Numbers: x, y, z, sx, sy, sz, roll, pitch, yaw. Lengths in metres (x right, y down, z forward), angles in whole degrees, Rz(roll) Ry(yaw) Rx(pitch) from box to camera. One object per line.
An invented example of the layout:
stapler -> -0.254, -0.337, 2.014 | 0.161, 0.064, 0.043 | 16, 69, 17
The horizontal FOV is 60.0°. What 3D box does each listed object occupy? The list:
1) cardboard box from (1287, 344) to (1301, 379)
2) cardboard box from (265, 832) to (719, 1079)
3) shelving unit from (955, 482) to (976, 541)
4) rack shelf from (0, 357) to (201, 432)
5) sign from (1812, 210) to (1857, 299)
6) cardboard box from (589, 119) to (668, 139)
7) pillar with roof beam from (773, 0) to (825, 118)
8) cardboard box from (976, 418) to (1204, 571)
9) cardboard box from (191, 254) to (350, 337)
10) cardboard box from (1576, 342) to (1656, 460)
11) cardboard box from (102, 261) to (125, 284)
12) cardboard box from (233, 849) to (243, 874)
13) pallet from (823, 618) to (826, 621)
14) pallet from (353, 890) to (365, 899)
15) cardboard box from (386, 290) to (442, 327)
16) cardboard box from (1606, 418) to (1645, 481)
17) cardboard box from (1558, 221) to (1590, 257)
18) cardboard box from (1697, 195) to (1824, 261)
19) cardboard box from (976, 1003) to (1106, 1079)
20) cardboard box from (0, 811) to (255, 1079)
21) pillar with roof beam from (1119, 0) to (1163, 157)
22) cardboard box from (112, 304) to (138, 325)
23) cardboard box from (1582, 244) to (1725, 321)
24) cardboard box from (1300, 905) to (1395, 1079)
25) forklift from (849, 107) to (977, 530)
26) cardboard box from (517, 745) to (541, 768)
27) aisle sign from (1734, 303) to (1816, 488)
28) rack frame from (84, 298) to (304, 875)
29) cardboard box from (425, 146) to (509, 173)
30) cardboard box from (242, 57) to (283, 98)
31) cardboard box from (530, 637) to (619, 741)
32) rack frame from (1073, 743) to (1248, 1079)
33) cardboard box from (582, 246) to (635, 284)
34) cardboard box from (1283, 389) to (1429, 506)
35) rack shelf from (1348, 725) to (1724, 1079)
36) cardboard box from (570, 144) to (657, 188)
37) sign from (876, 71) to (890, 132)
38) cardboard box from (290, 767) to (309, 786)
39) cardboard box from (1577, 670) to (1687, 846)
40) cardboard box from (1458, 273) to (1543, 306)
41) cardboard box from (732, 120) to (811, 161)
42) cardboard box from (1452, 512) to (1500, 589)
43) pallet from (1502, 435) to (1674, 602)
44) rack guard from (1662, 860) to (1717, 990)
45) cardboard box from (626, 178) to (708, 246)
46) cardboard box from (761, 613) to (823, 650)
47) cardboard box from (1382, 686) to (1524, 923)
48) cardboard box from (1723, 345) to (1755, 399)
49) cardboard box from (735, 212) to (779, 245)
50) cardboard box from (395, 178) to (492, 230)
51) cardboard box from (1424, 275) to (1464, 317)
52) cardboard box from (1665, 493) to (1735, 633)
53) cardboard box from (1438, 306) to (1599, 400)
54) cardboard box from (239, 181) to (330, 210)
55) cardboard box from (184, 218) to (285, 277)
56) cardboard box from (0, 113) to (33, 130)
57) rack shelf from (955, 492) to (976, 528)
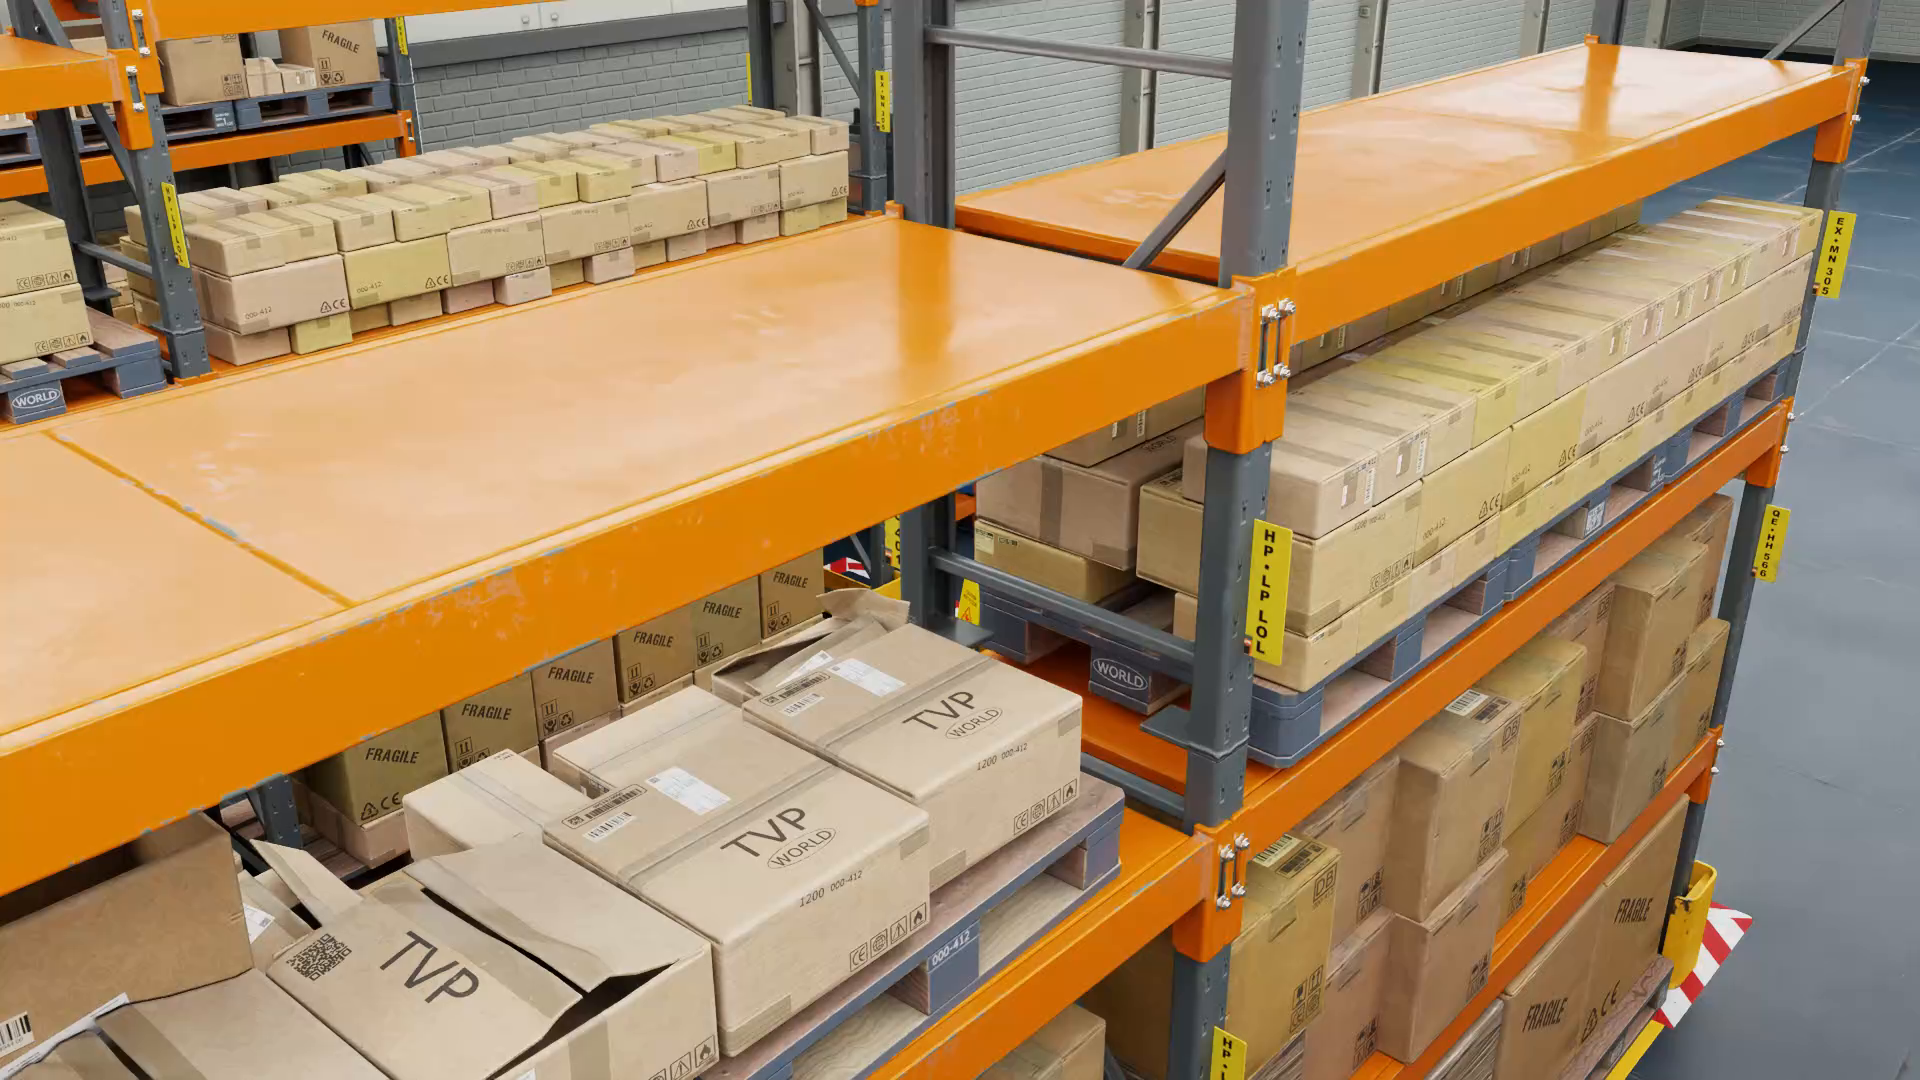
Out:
cardboard box -> 0.766, -0.565, 4.845 | 0.380, 0.149, 0.250 | 21, 31, 38
cardboard box -> -0.751, 0.747, 2.696 | 0.500, 0.311, 0.500 | 19, 30, 36
shelving unit -> -0.041, -0.454, 11.950 | 0.215, 1.050, 0.252 | 17, 30, 34
rack shelf -> -4.833, -0.034, 5.843 | 1.077, 0.370, 4.000 | 20, 31, 38
sign -> 3.320, -1.085, 6.322 | 0.100, 0.325, 0.005 | 20, 31, 38
cardboard box -> -1.810, -2.190, 9.105 | 0.380, 0.149, 0.250 | 20, 31, 37
pillar with roof beam -> 1.547, -5.599, 13.711 | 9.100, 9.000, 0.400 | 20, 31, 38
cardboard box -> 0.393, -0.175, 4.463 | 0.500, 0.250, 0.500 | 20, 31, 37
cardboard box -> -3.001, -1.098, 7.157 | 0.500, 0.250, 0.500 | 19, 31, 36
cardboard box -> 1.799, -0.490, 5.165 | 0.500, 0.250, 0.500 | 20, 31, 38
cardboard box -> -5.963, -1.864, 11.434 | 0.380, 0.149, 0.250 | 20, 31, 37
cardboard box -> -3.847, 1.565, 7.762 | 0.950, 0.372, 0.625 | 21, 31, 38
pallet -> -1.448, 0.712, 10.375 | 1.003, 0.211, 1.213 | 20, 31, 38
pallet -> -1.280, 1.102, 2.661 | 1.003, 0.211, 1.213 | 22, 32, 40
cardboard box -> -2.612, -1.120, 7.694 | 0.380, 0.149, 0.250 | 21, 32, 39
cardboard box -> 1.937, -0.333, 5.304 | 0.380, 0.149, 0.250 | 21, 31, 38
cardboard box -> 2.127, -1.187, 6.232 | 0.380, 0.149, 0.250 | 20, 31, 37
cardboard box -> 2.953, -1.160, 6.173 | 0.380, 0.149, 0.250 | 21, 31, 38
cardboard box -> -0.072, 1.369, 4.157 | 0.700, 0.500, 0.500 | 20, 31, 37
cardboard box -> -1.463, 0.679, 2.616 | 0.500, 0.500, 0.500 | 20, 31, 38
pillar with roof beam -> 5.551, -7.427, 17.788 | 9.100, 9.000, 0.400 | 20, 31, 38
cardboard box -> -6.034, -1.384, 11.520 | 0.500, 0.500, 0.500 | 20, 31, 37
cardboard box -> 2.275, -0.852, 5.485 | 0.380, 0.149, 0.250 | 20, 31, 38
cardboard box -> 0.843, 1.360, 5.337 | 0.875, 0.550, 0.550 | 20, 31, 38
forklift -> -1.129, -1.661, 12.343 | 3.031, 2.935, 1.130 | 3, 24, 6
cardboard box -> -2.556, 1.189, 8.751 | 0.500, 0.250, 0.500 | -22, 32, -40
aisle sign -> 3.196, -0.626, 6.774 | 0.394, 0.787, 0.004 | 20, 31, 38
rack frame -> -3.498, 0.397, 7.668 | 1.000, 3.000, 0.127 | 20, 31, 38
cardboard box -> -2.486, -1.875, 8.403 | 0.380, 0.149, 0.250 | 21, 31, 38
cardboard box -> -5.024, -3.307, 11.794 | 0.396, 0.266, 0.258 | 20, 31, 38
cardboard box -> -2.208, 0.688, 8.950 | 0.500, 0.500, 0.500 | 22, 32, 40
rack frame -> 0.255, 1.718, 4.723 | 1.000, 3.000, 0.127 | 20, 31, 38
cardboard box -> -1.851, -1.410, 8.341 | 0.380, 0.149, 0.250 | 20, 31, 37
cardboard box -> 0.921, -0.233, 4.105 | 0.380, 0.149, 0.250 | 20, 31, 37
rack shelf -> 1.590, 1.437, 6.229 | 1.077, 0.370, 4.000 | 20, 31, 38
cardboard box -> -1.762, -1.896, 8.450 | 0.380, 0.149, 0.250 | 19, 30, 36
sign -> -0.429, -2.436, 9.240 | 0.100, 0.325, 0.005 | 20, 31, 38
cardboard box -> -3.303, 0.865, 8.557 | 0.500, 0.500, 0.500 | 20, 31, 37
cardboard box -> 2.360, 0.730, 6.743 | 0.875, 0.550, 0.550 | 20, 31, 38
cardboard box -> 1.737, -0.788, 5.830 | 0.500, 0.250, 0.500 | 20, 31, 37
cardboard box -> -1.035, -2.187, 9.100 | 0.380, 0.149, 0.250 | 21, 31, 38
cardboard box -> 1.258, -0.022, 4.610 | 0.380, 0.149, 0.250 | 20, 31, 37
pallet -> 1.623, -0.226, 5.502 | 1.003, 0.211, 1.213 | 20, 31, 38
rack guard -> 2.941, 1.633, 7.968 | 1.175, 0.500, 0.348 | 20, 31, 38
cardboard box -> -1.649, -1.715, 8.534 | 0.500, 0.250, 0.500 | 21, 32, 39
cardboard box -> -1.184, 0.569, 10.134 | 0.500, 0.250, 0.500 | 20, 31, 37
cardboard box -> 1.270, 0.728, 5.428 | 0.875, 0.550, 0.550 | 20, 31, 38
cardboard box -> 2.616, -0.643, 5.994 | 0.380, 0.149, 0.250 | 21, 31, 38
cardboard box -> -1.203, -1.734, 9.062 | 0.380, 0.149, 0.250 | 21, 32, 39
cardboard box -> -2.387, -1.555, 7.688 | 0.380, 0.149, 0.250 | 19, 30, 36
cardboard box -> 1.445, -0.876, 5.539 | 0.380, 0.149, 0.250 | 21, 31, 38
cardboard box -> 2.648, 0.041, 6.960 | 0.875, 0.550, 0.550 | 20, 31, 38
cardboard box -> 1.600, -0.543, 4.797 | 0.380, 0.149, 0.250 | 20, 31, 37
cardboard box -> -3.093, -1.532, 7.637 | 0.380, 0.149, 0.250 | 21, 32, 39
cardboard box -> -3.045, -1.227, 6.958 | 0.380, 0.149, 0.250 | 19, 31, 37
cardboard box -> -6.159, -2.736, 10.662 | 0.380, 0.149, 0.250 | 21, 32, 39
rack shelf -> -0.041, -0.191, 12.068 | 0.215, 0.259, 0.240 | 17, 30, 34
